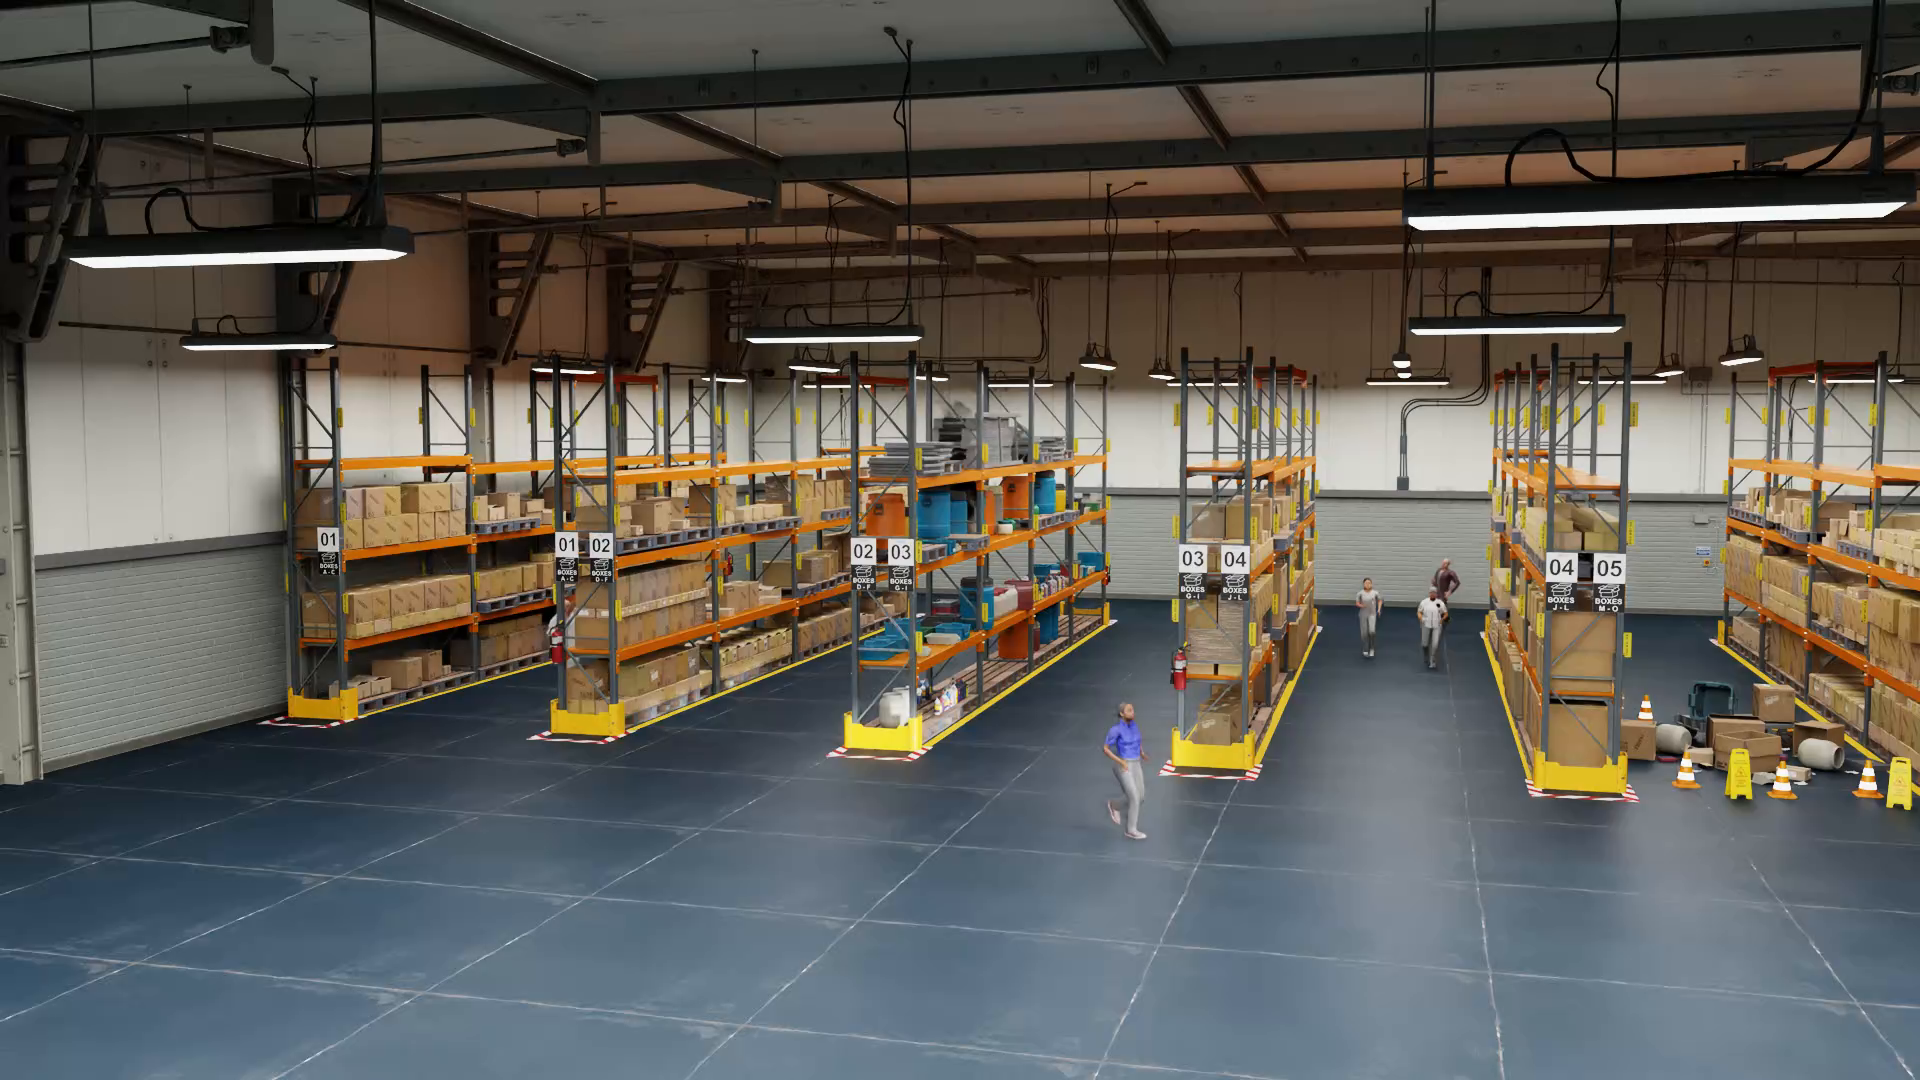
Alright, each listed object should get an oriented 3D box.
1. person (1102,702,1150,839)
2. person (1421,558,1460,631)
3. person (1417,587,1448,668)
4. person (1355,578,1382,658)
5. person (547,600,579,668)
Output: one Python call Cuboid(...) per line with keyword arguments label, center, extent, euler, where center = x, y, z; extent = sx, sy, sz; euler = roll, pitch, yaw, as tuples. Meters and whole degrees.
Cuboid(label="person", center=(1.982, 2.737, 19.903), extent=(0.579, 1.607, 0.636), euler=(-4, 6, -43))
Cuboid(label="person", center=(11.255, 1.284, 38.778), extent=(0.876, 1.738, 0.771), euler=(-2, 5, -26))
Cuboid(label="person", center=(9.471, 1.747, 33.342), extent=(0.603, 1.618, 0.570), euler=(1, 4, 18))
Cuboid(label="person", center=(8.518, 1.621, 34.688), extent=(0.535, 1.663, 0.677), euler=(1, 4, 15))
Cuboid(label="person", center=(-6.912, 1.969, 29.245), extent=(0.710, 1.739, 1.049), euler=(0, 4, 1))
